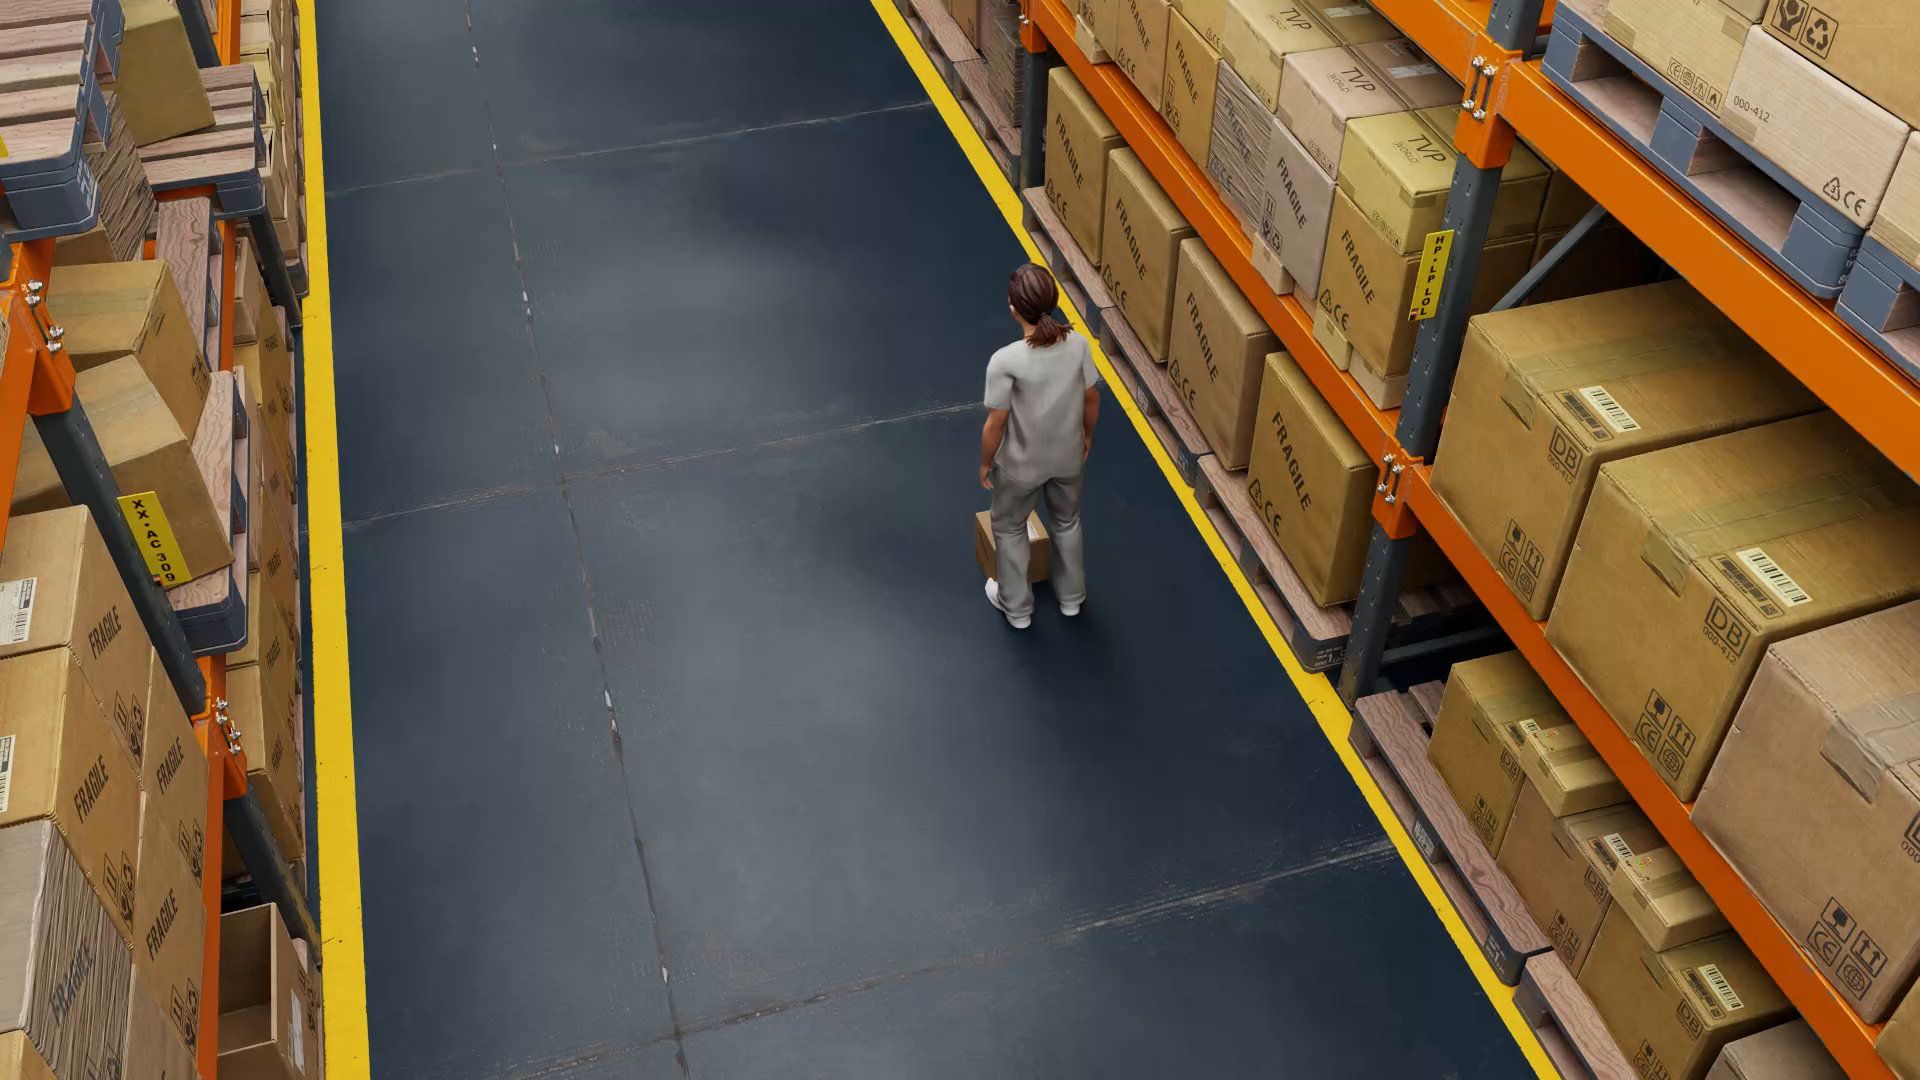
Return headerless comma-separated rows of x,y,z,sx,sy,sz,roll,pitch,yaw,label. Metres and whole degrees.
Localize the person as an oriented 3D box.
0.308,-0.338,6.533,0.504,1.671,0.364,-14,44,-15,person
